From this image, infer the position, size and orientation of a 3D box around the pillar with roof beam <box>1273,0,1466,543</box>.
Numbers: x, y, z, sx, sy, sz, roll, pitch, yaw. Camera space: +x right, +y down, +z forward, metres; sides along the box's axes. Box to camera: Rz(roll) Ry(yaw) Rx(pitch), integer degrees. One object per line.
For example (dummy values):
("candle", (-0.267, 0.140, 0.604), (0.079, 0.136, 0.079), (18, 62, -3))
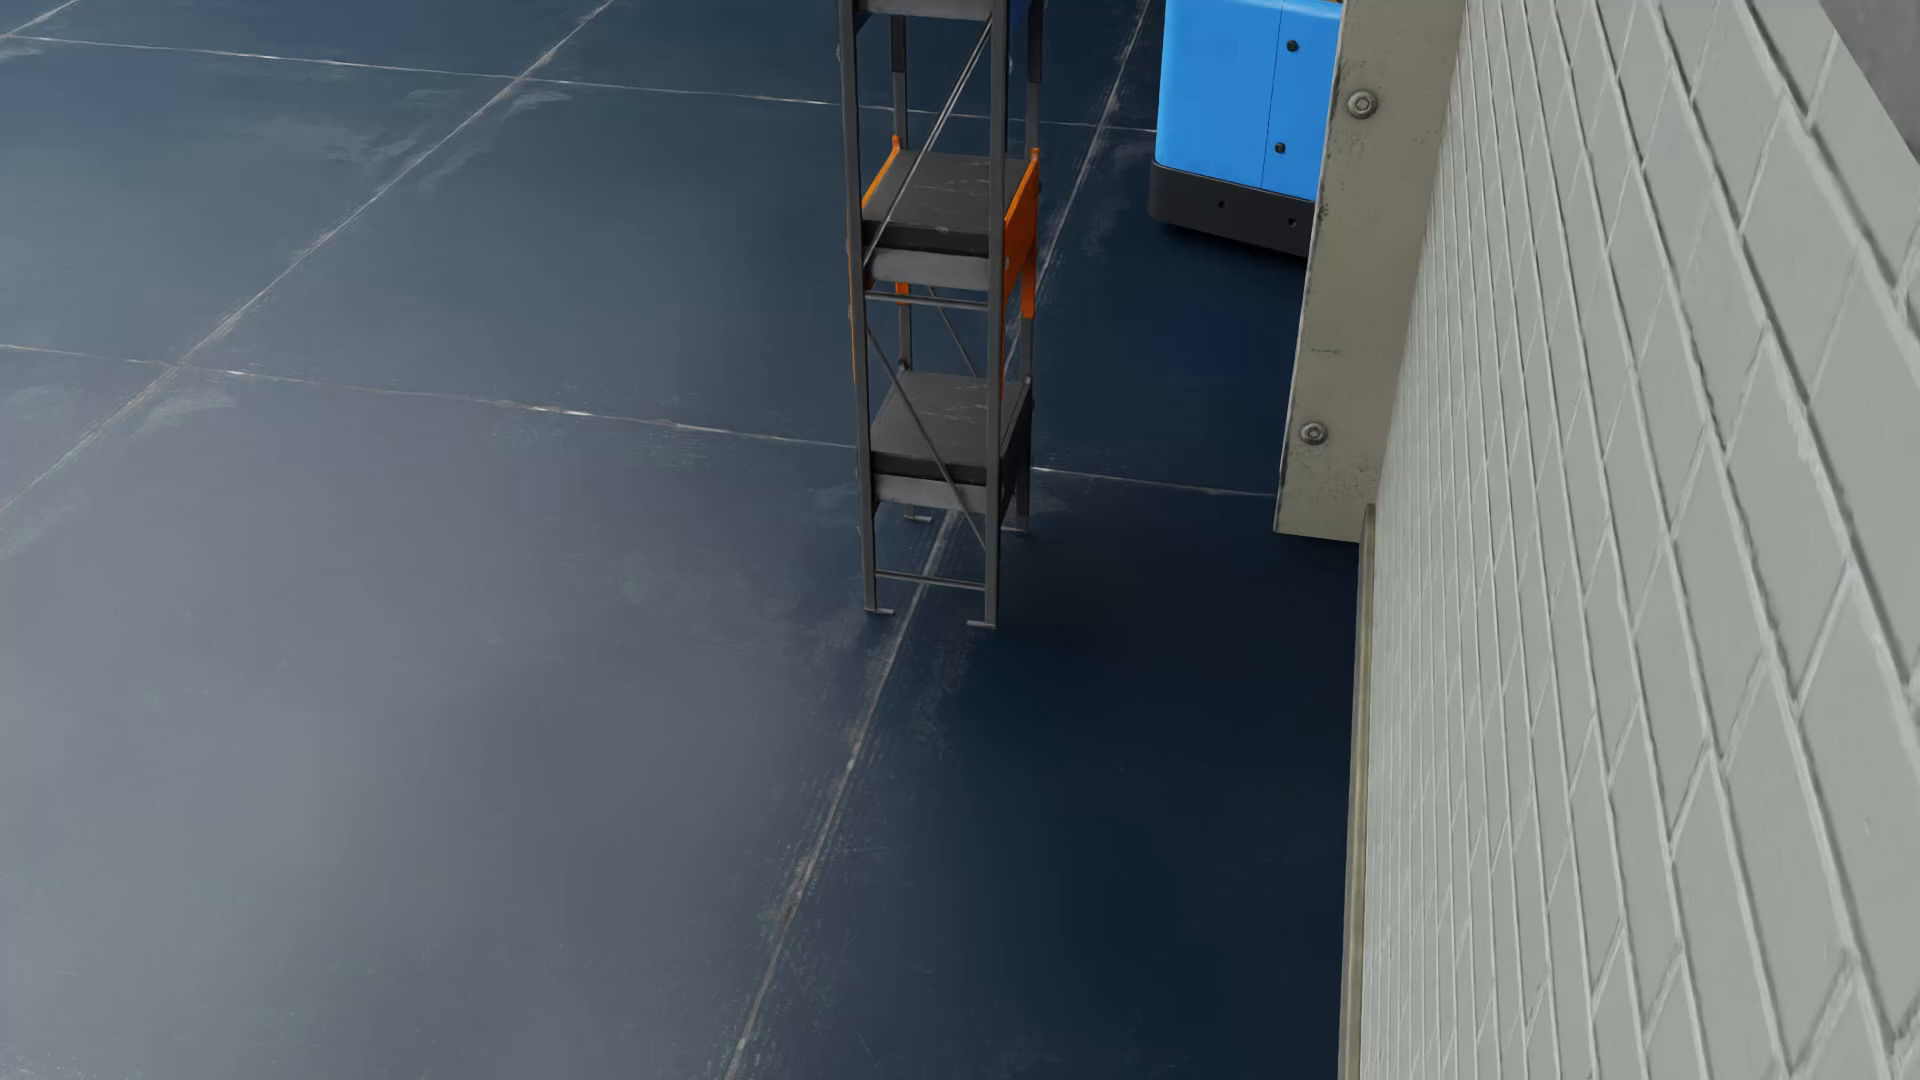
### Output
("pillar with roof beam", (-3.018, -4.303, 3.520), (9.100, 9.000, 0.400), (7, 37, 10))

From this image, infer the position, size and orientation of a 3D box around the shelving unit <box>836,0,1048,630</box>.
("shelving unit", (-0.035, -0.755, 4.503), (0.431, 2.100, 0.503), (7, 37, 10))

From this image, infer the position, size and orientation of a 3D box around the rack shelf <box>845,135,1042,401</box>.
("rack shelf", (-0.035, -0.744, 4.511), (0.431, 0.518, 0.480), (7, 37, 10))

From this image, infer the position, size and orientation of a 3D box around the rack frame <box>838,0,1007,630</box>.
("rack frame", (-0.087, -0.615, 4.310), (0.400, 2.100, 0.015), (7, 37, 10))

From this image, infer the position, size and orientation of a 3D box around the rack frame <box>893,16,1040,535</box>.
("rack frame", (0.017, -0.895, 4.696), (0.400, 2.100, 0.015), (7, 37, 10))

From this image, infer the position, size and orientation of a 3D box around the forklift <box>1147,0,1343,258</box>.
("forklift", (1.993, -3.091, 7.017), (1.130, 2.935, 3.031), (20, 40, 25))

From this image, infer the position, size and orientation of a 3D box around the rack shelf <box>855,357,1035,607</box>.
("rack shelf", (-0.035, -0.177, 4.922), (0.431, 0.518, 0.480), (7, 37, 10))

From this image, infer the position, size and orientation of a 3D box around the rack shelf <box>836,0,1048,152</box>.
("rack shelf", (-0.035, -1.311, 4.100), (0.431, 0.518, 0.480), (7, 37, 10))
